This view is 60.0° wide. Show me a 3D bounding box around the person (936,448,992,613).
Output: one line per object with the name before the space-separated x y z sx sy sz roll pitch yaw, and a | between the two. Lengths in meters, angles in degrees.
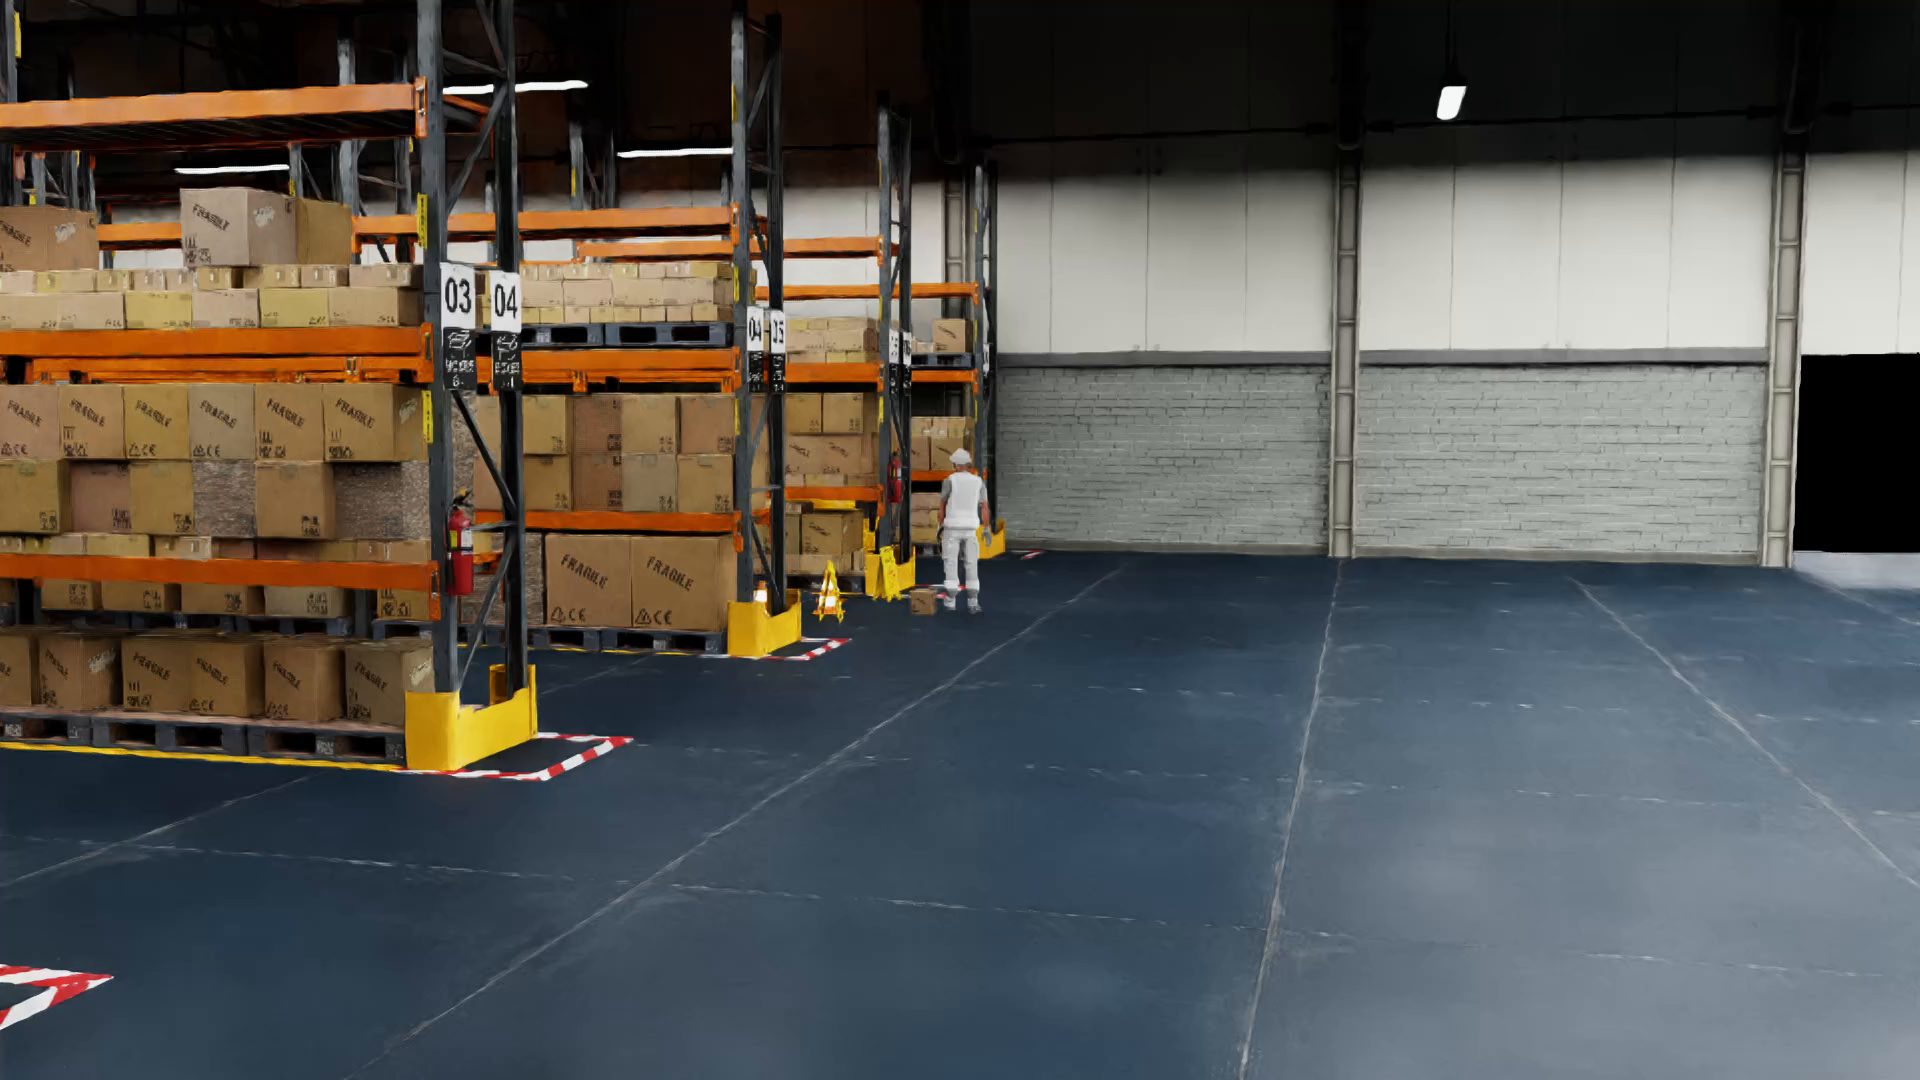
person | 0.033 -0.109 18.281 0.607 1.798 0.465 -2 5 -20
